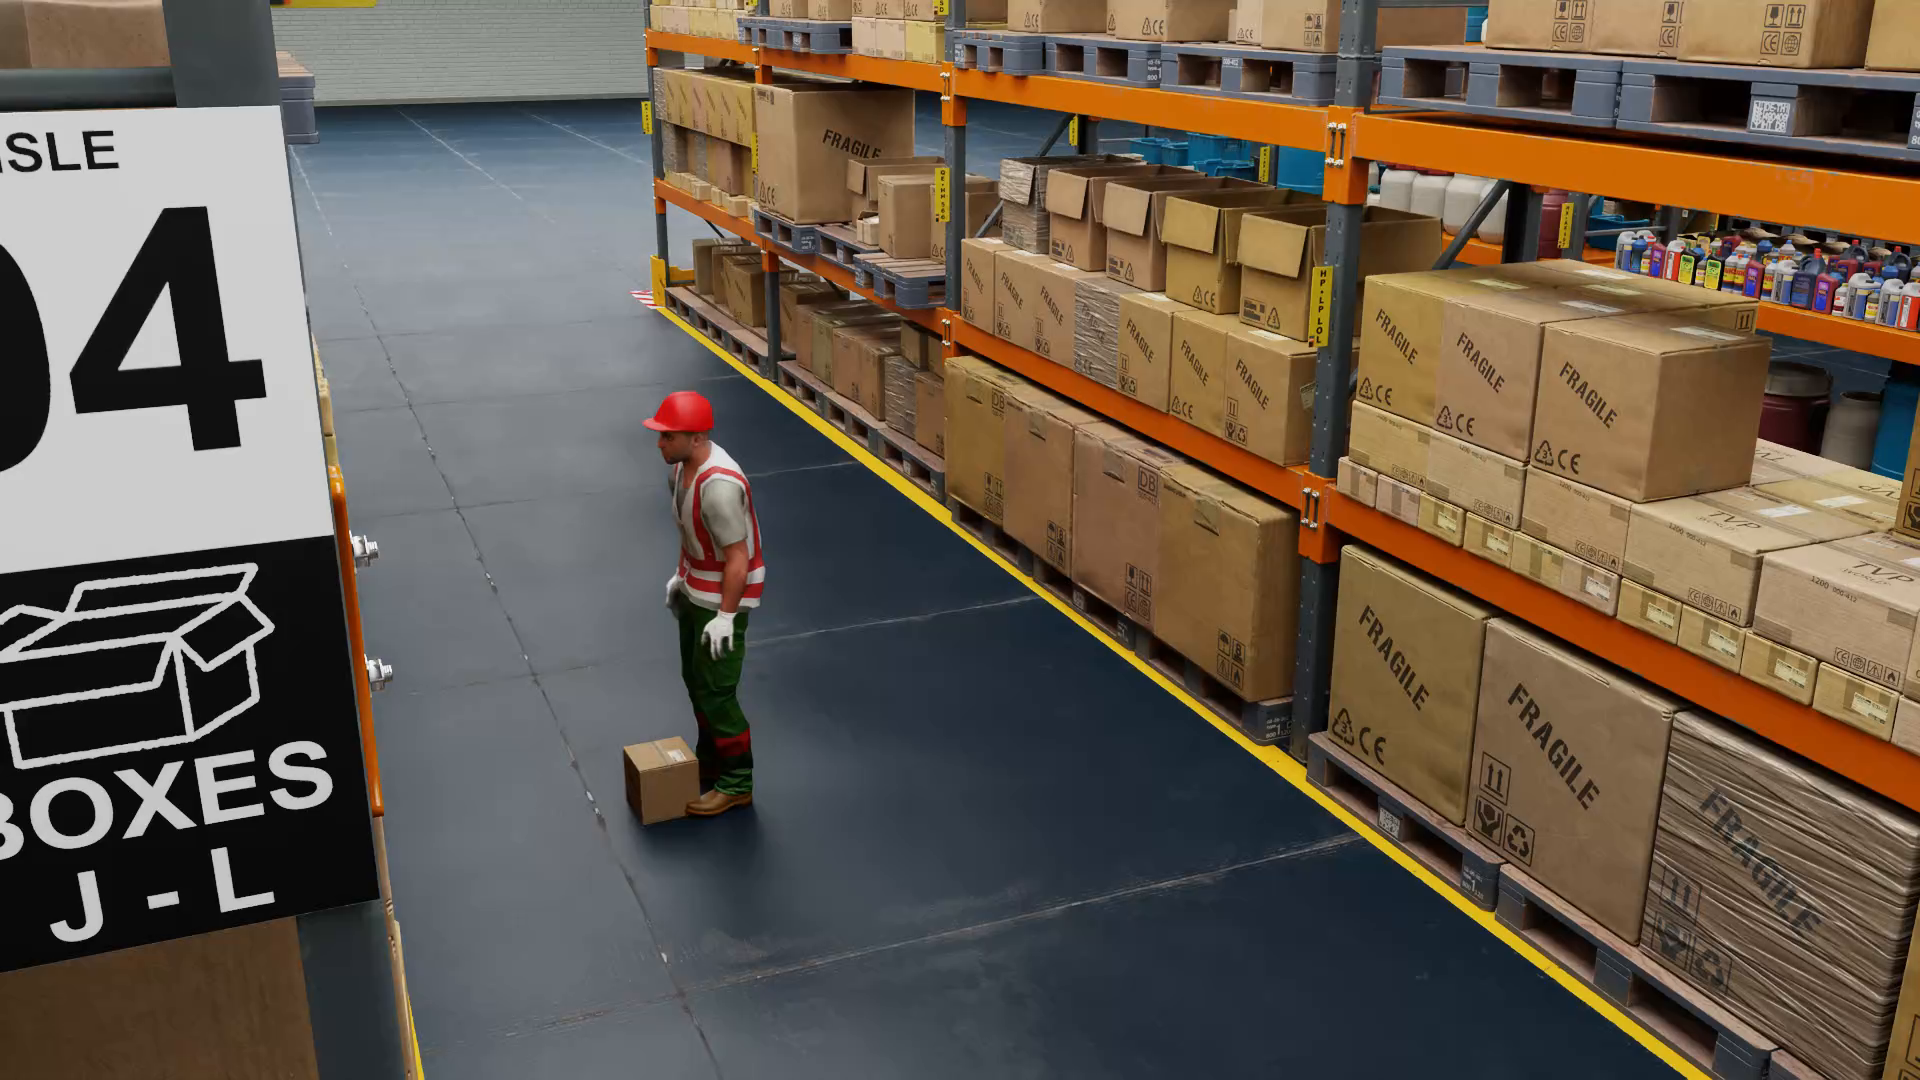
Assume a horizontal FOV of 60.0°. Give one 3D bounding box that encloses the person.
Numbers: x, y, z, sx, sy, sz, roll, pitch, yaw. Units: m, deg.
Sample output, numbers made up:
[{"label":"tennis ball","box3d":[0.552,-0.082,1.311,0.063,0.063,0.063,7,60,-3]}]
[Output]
[{"label":"person","box3d":[-1.035,0.252,6.788,0.445,1.781,0.621,-9,21,-25]}]
